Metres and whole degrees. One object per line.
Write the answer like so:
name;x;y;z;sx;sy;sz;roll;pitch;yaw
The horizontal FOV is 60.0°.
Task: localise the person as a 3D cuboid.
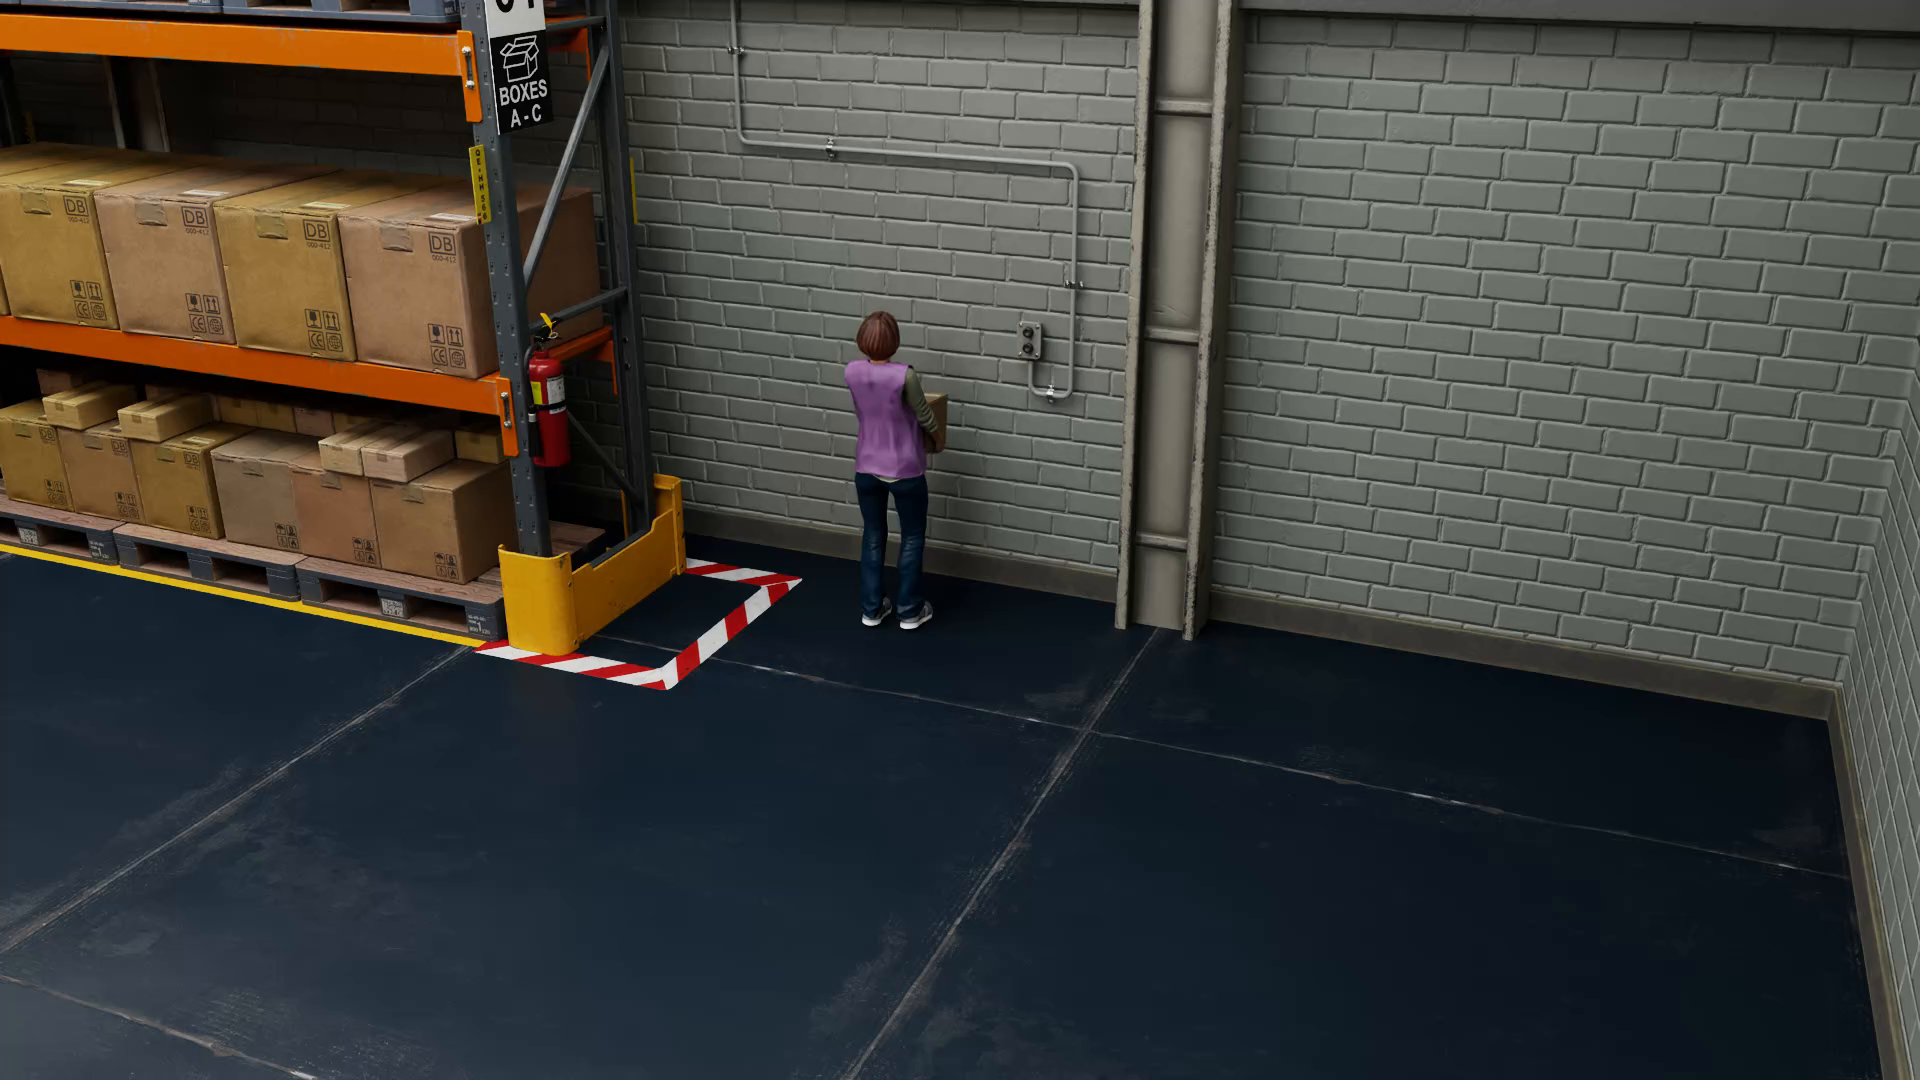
person;-0.302;-0.350;7.950;0.406;1.588;0.495;9;24;20
